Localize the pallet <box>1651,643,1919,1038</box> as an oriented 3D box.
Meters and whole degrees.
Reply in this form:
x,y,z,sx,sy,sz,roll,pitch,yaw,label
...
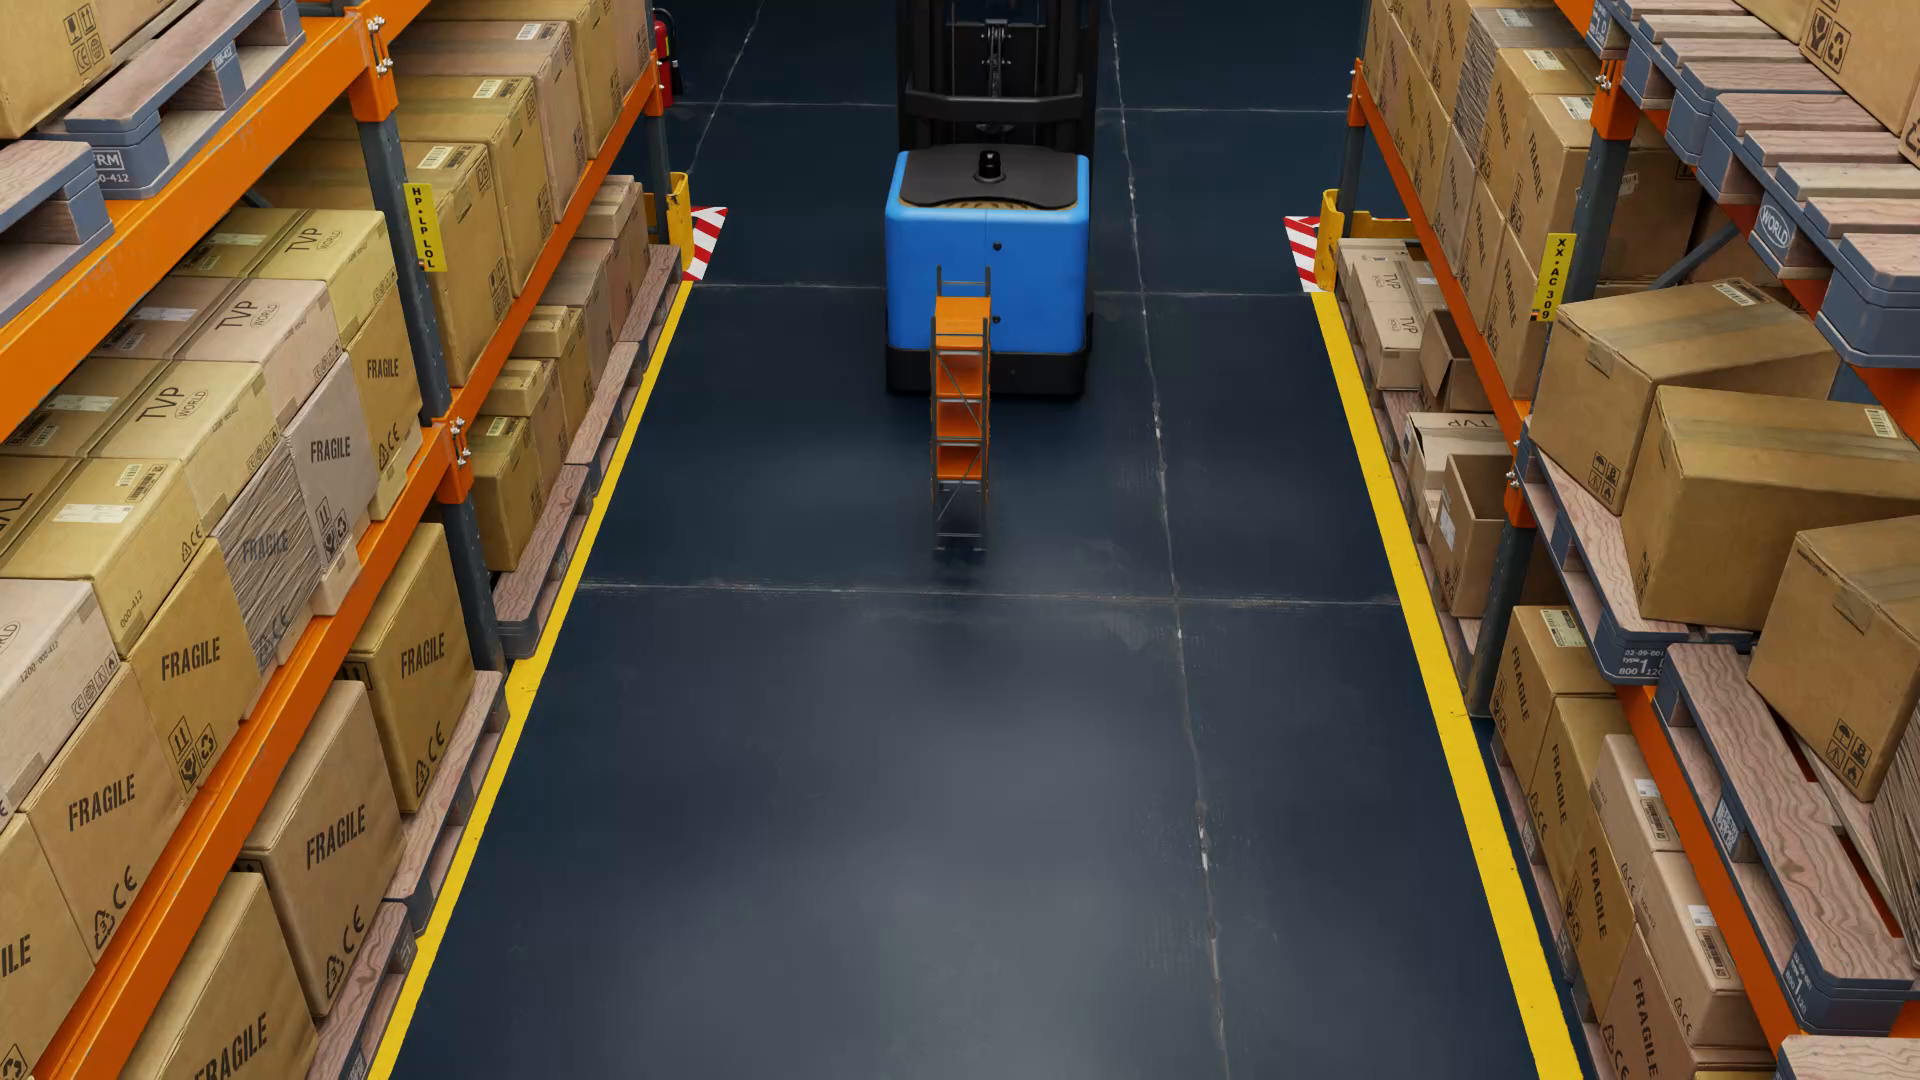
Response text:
x,y,z,sx,sy,sz,roll,pitch,yaw,label
2.474,0.731,4.268,1.003,0.211,1.213,1,35,2,pallet

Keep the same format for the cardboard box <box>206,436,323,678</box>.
x,y,z,sx,sy,sz,roll,pitch,yaw,label
-2.194,0.042,4.719,0.500,0.500,0.500,1,35,2,cardboard box

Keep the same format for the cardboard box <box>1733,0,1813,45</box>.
x,y,z,sx,sy,sz,roll,pitch,yaw,label
2.468,-1.721,4.443,0.600,0.600,0.600,-2,35,-3,cardboard box

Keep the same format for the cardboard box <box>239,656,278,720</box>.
x,y,z,sx,sy,sz,roll,pitch,yaw,label
-2.214,0.384,4.796,0.380,0.149,0.250,0,35,1,cardboard box

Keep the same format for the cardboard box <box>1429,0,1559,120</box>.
x,y,z,sx,sy,sz,roll,pitch,yaw,label
2.383,-2.148,7.241,0.500,0.500,0.500,1,35,1,cardboard box

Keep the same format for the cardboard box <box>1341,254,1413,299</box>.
x,y,z,sx,sy,sz,roll,pitch,yaw,label
2.352,-1.471,9.316,0.380,0.166,0.250,1,35,2,cardboard box

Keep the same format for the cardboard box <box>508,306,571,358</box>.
x,y,z,sx,sy,sz,roll,pitch,yaw,label
-2.039,-0.975,7.773,0.380,0.149,0.250,0,35,1,cardboard box

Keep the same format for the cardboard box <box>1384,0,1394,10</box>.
x,y,z,sx,sy,sz,roll,pitch,yaw,label
2.441,-3.027,8.492,0.500,0.500,0.500,2,35,3,cardboard box

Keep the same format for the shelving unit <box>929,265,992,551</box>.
x,y,z,sx,sy,sz,roll,pitch,yaw,label
0.007,-0.586,7.540,0.258,1.200,0.503,1,35,2,shelving unit

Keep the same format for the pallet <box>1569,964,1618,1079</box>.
x,y,z,sx,sy,sz,roll,pitch,yaw,label
2.520,1.784,5.028,1.003,0.211,1.213,1,35,2,pallet

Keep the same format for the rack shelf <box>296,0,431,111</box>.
x,y,z,sx,sy,sz,roll,pitch,yaw,label
-2.308,-2.722,7.032,1.077,0.370,4.000,1,35,2,rack shelf

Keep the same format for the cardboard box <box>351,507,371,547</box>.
x,y,z,sx,sy,sz,roll,pitch,yaw,label
-2.161,-0.052,5.416,0.380,0.149,0.250,2,35,3,cardboard box

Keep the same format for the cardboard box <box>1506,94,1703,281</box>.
x,y,z,sx,sy,sz,roll,pitch,yaw,label
2.323,-1.275,5.998,0.500,0.500,0.500,2,35,2,cardboard box

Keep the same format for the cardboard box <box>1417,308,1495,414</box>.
x,y,z,sx,sy,sz,roll,pitch,yaw,label
2.632,-0.766,8.020,0.797,0.503,0.637,1,35,2,cardboard box

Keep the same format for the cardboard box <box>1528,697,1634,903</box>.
x,y,z,sx,sy,sz,roll,pitch,yaw,label
2.288,0.894,5.661,0.500,0.500,0.500,2,35,3,cardboard box

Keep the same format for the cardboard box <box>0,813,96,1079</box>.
x,y,z,sx,sy,sz,roll,pitch,yaw,label
-2.243,0.913,3.479,0.500,0.500,0.500,2,35,3,cardboard box

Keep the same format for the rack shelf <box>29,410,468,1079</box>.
x,y,z,sx,sy,sz,roll,pitch,yaw,label
-2.469,0.803,4.624,1.077,0.370,4.000,1,35,2,rack shelf

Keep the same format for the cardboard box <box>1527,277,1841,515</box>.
x,y,z,sx,sy,sz,roll,pitch,yaw,label
2.319,-0.474,5.363,0.700,0.500,0.500,-10,36,-14,cardboard box

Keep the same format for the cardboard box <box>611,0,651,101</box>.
x,y,z,sx,sy,sz,roll,pitch,yaw,label
-2.238,-2.768,8.819,0.980,0.700,0.700,3,35,4,cardboard box

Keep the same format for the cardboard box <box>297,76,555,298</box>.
x,y,z,sx,sy,sz,roll,pitch,yaw,label
-2.315,-1.494,7.006,0.980,0.700,0.700,0,35,1,cardboard box

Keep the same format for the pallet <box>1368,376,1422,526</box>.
x,y,z,sx,sy,sz,roll,pitch,yaw,label
2.636,-0.484,8.256,1.003,0.211,1.213,1,35,2,pallet

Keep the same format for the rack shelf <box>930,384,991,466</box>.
x,y,z,sx,sy,sz,roll,pitch,yaw,label
0.007,-0.531,7.579,0.258,0.148,0.480,1,35,2,rack shelf

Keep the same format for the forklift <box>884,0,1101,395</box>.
x,y,z,sx,sy,sz,roll,pitch,yaw,label
0.217,-2.783,9.162,1.130,2.935,3.031,2,35,3,forklift

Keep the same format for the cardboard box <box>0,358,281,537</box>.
x,y,z,sx,sy,sz,roll,pitch,yaw,label
-2.202,-0.257,4.492,0.500,0.250,0.500,2,35,3,cardboard box

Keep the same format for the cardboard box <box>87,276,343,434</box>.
x,y,z,sx,sy,sz,roll,pitch,yaw,label
-2.182,-0.550,4.909,0.500,0.250,0.500,2,35,3,cardboard box

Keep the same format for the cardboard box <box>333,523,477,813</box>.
x,y,z,sx,sy,sz,roll,pitch,yaw,label
-2.284,0.444,6.014,0.750,0.750,0.750,2,35,2,cardboard box

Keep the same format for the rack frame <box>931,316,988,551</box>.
x,y,z,sx,sy,sz,roll,pitch,yaw,label
-0.003,-0.446,7.341,0.240,1.200,0.015,1,35,2,rack frame

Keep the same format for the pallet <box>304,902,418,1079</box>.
x,y,z,sx,sy,sz,roll,pitch,yaw,label
-2.390,1.648,5.221,1.003,0.211,1.213,1,35,2,pallet

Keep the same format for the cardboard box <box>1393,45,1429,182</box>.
x,y,z,sx,sy,sz,roll,pitch,yaw,label
2.403,-2.033,7.948,0.500,0.500,0.500,1,35,2,cardboard box

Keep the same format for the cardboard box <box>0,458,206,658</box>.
x,y,z,sx,sy,sz,roll,pitch,yaw,label
-2.222,0.036,4.075,0.500,0.250,0.500,1,35,1,cardboard box

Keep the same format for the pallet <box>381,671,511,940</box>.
x,y,z,sx,sy,sz,roll,pitch,yaw,label
-2.344,0.946,6.221,1.003,0.211,1.213,1,35,2,pallet

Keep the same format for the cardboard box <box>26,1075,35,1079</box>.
x,y,z,sx,sy,sz,roll,pitch,yaw,label
-2.190,1.273,3.531,0.380,0.149,0.250,2,35,3,cardboard box

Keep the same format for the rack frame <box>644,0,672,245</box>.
x,y,z,sx,sy,sz,roll,pitch,yaw,label
-2.228,-2.939,9.322,1.000,3.000,0.127,1,35,2,rack frame

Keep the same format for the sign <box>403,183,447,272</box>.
x,y,z,sx,sy,sz,roll,pitch,yaw,label
-1.846,-1.075,5.732,0.100,0.325,0.005,1,35,2,sign

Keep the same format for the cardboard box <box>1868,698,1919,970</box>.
x,y,z,sx,sy,sz,roll,pitch,yaw,label
2.541,0.672,3.733,0.700,0.500,0.500,8,36,11,cardboard box

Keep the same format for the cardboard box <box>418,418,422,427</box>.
x,y,z,sx,sy,sz,roll,pitch,yaw,label
-2.460,-0.403,6.960,0.380,0.149,0.250,1,35,2,cardboard box

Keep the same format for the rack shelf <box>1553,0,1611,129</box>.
x,y,z,sx,sy,sz,roll,pitch,yaw,label
2.642,-2.610,6.872,1.077,0.370,4.000,1,35,2,rack shelf

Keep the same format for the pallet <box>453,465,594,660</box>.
x,y,z,sx,sy,sz,roll,pitch,yaw,label
-2.279,0.065,7.473,1.003,0.211,1.213,1,35,2,pallet

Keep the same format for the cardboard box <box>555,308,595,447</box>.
x,y,z,sx,sy,sz,roll,pitch,yaw,label
-2.209,-0.800,8.089,0.700,0.500,0.500,2,35,3,cardboard box

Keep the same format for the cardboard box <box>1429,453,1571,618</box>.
x,y,z,sx,sy,sz,roll,pitch,yaw,label
2.301,-0.019,6.960,0.500,0.500,0.500,1,35,2,cardboard box

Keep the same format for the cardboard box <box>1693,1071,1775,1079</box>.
x,y,z,sx,sy,sz,roll,pitch,yaw,label
2.225,1.773,4.410,0.500,0.500,0.500,0,35,0,cardboard box

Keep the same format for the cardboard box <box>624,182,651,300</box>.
x,y,z,sx,sy,sz,roll,pitch,yaw,label
-2.156,-1.683,9.345,0.700,0.500,0.500,1,35,2,cardboard box

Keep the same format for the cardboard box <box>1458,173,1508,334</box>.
x,y,z,sx,sy,sz,roll,pitch,yaw,label
2.345,-1.158,6.703,0.500,0.500,0.500,2,35,3,cardboard box
